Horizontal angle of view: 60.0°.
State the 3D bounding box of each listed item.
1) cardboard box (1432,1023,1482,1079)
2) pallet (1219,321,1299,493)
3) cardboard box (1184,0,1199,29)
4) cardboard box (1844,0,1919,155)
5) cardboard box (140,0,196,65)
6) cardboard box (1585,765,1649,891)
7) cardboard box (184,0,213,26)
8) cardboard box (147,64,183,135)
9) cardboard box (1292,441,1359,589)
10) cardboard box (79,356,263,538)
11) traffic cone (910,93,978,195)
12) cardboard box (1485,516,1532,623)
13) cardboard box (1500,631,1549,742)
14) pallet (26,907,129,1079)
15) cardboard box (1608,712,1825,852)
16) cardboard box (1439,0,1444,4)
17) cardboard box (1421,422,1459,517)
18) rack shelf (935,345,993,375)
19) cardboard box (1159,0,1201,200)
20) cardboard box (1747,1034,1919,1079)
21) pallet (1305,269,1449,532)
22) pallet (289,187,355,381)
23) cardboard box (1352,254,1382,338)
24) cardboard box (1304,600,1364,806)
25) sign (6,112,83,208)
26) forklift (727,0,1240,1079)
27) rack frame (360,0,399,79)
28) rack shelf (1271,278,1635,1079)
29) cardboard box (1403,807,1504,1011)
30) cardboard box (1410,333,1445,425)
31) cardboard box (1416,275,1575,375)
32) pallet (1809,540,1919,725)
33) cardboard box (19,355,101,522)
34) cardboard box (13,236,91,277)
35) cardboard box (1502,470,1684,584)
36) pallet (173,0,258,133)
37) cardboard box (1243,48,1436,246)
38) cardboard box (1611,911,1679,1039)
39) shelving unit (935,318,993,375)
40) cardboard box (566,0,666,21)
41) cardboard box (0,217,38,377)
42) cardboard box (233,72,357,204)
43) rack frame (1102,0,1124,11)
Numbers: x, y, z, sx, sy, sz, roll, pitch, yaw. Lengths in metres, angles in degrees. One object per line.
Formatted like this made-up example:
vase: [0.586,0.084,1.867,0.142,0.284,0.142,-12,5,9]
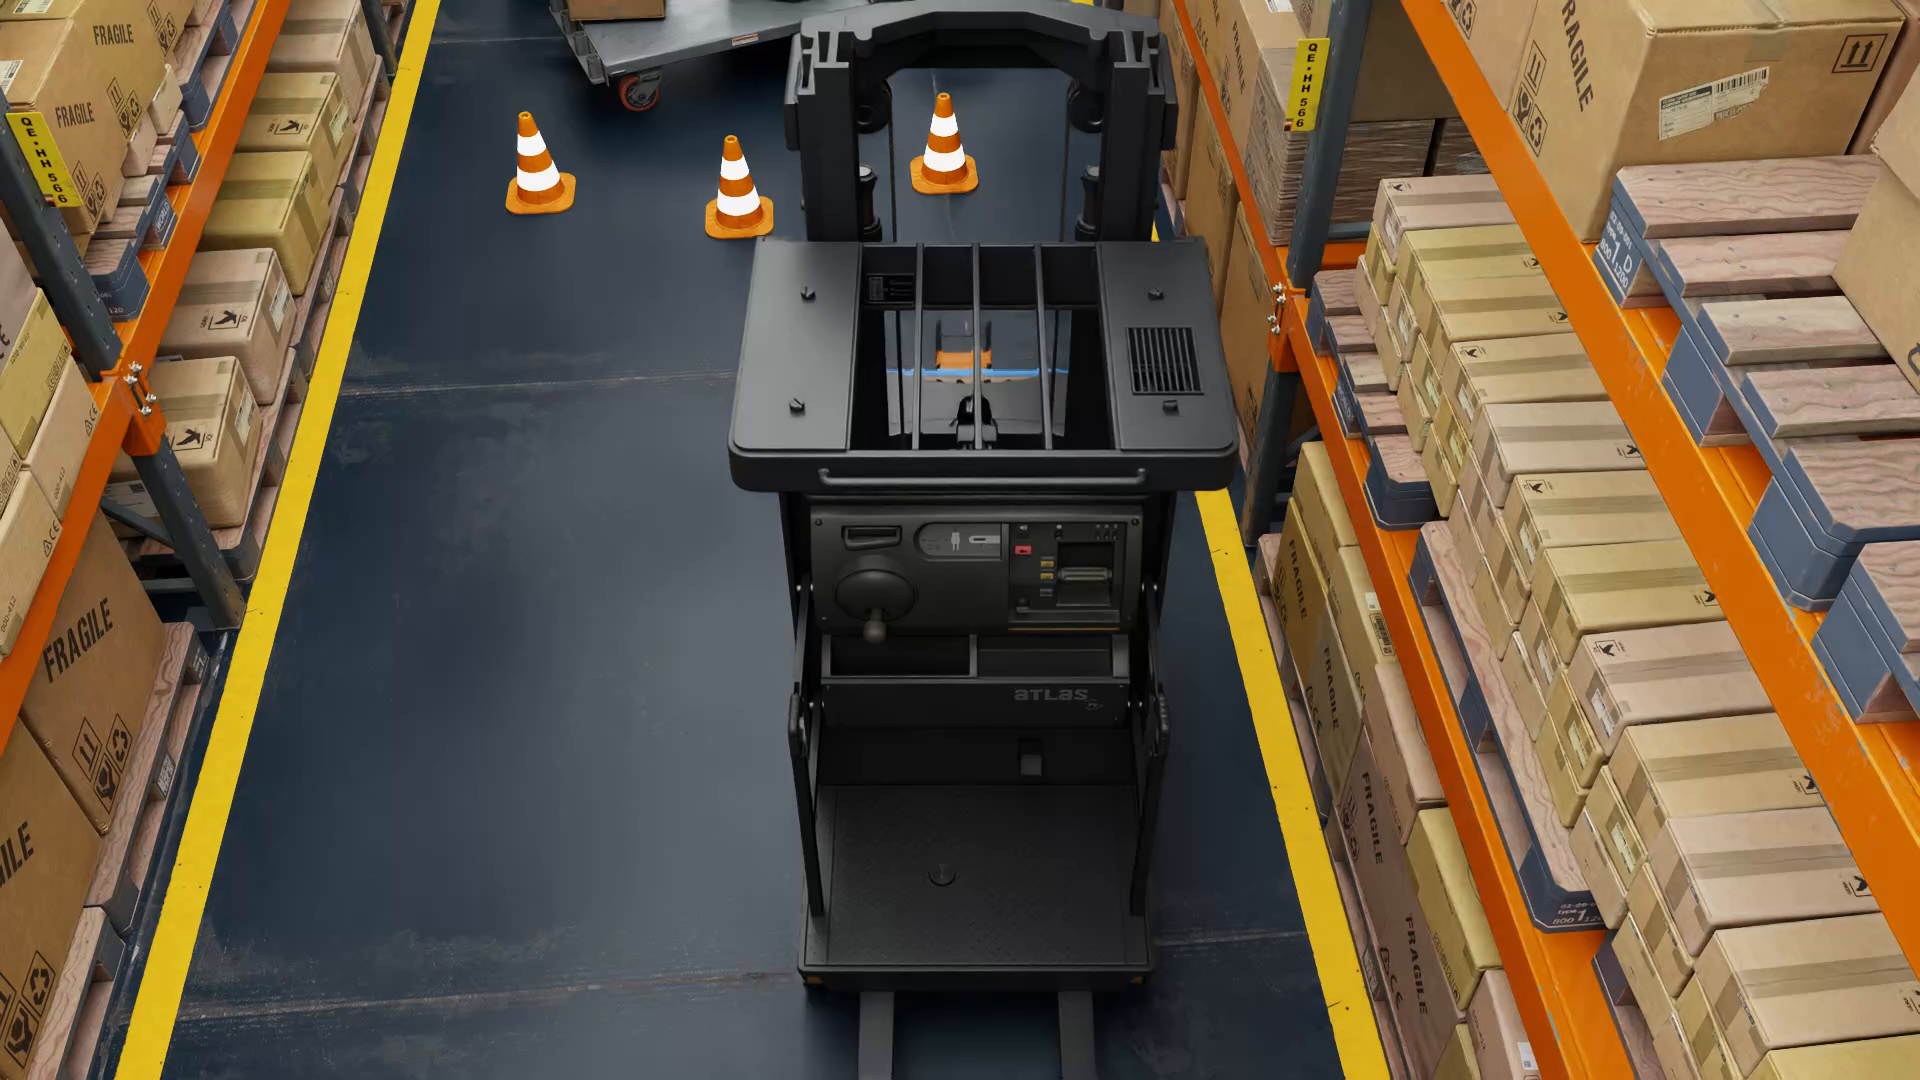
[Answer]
cardboard box: [1.624,1.648,4.556,0.500,0.500,0.500,-4,47,-4]
pallet: [1.654,-0.686,7.254,1.003,0.211,1.213,-3,47,-3]
cardboard box: [1.210,-2.507,6.989,0.500,0.500,0.500,-3,47,-3]
cardboard box: [2.038,-1.015,3.510,0.500,0.500,0.500,-3,47,-3]
cardboard box: [-3.188,-2.077,6.088,0.500,0.500,0.500,-3,47,-3]
cardboard box: [1.661,0.632,3.764,0.380,0.149,0.250,-6,47,-5]
cardboard box: [-3.208,-2.173,6.625,0.380,0.149,0.250,-2,47,-2]
cardboard box: [-3.091,-1.608,6.091,0.380,0.149,0.250,-3,47,-3]
cardboard box: [1.461,-0.099,5.694,0.500,0.250,0.500,-5,47,-5]
cardboard box: [-3.317,-0.346,6.532,0.950,0.372,0.625,-6,47,-6]
traffic cone: [-0.082,-2.029,8.353,0.336,0.463,0.334,-3,47,-3]
cardboard box: [1.594,0.064,4.303,0.380,0.149,0.250,-4,47,-4]
cardboard box: [1.615,0.356,4.231,0.380,0.149,0.250,-5,47,-5]
pallet: [-3.189,1.719,4.977,1.003,0.211,1.213,-3,47,-3]
cardboard box: [1.669,0.534,3.653,0.380,0.149,0.250,-5,47,-5]
cardboard box: [1.427,-1.706,4.165,0.500,0.500,0.500,-3,47,-3]
cardboard box: [1.551,-0.207,4.764,0.380,0.149,0.250,-2,47,-1]
rack shelf: [0.013,-0.544,6.166,0.215,0.259,0.240,0,47,0]
cardboard box: [1.529,-2.193,8.021,1.050,0.750,0.750,-3,47,-3]
cardboard box: [1.728,1.089,3.127,0.380,0.149,0.250,-5,47,-4]
pallet: [1.811,-0.495,5.285,1.213,0.211,1.003,-3,47,-3]
pallet: [-3.442,-1.183,7.725,1.003,0.211,1.213,-3,47,-3]
cardboard box: [1.481,-0.792,5.318,0.380,0.149,0.250,-4,47,-4]
cardboard box: [1.495,0.536,5.609,0.500,0.500,0.500,-3,47,-3]
sign: [-2.727,-1.130,4.957,0.100,0.325,0.005,-3,47,-3]
forklift: [0.049,0.194,4.548,1.130,2.935,3.031,0,47,0]
rack frame: [-3.614,-3.590,8.084,1.000,3.000,0.127,-3,47,-3]
rack shelf: [1.812,0.625,4.588,1.077,0.370,4.000,-3,47,-3]
cardboard box: [1.577,1.004,4.649,0.500,0.250,0.500,-5,47,-5]
cardboard box: [1.536,-0.479,4.817,0.380,0.149,0.250,-5,47,-5]
cardboard box: [1.532,-0.614,4.740,0.380,0.149,0.250,-4,47,-4]
pallet: [2.034,0.404,2.365,1.213,0.211,1.003,-3,47,-3]
cardboard box: [-2.978,-0.294,5.066,0.500,0.250,0.500,-5,47,-5]
cardboard box: [-3.121,-1.000,5.515,0.380,0.149,0.250,-6,47,-6]
cardboard box: [1.602,-0.035,4.192,0.380,0.149,0.250,-2,47,-2]
pallet: [-3.486,-2.060,6.767,1.003,0.211,1.213,-3,47,-3]
cardboard box: [1.340,-1.414,5.954,0.500,0.500,0.500,-3,47,-3]
cardboard box: [1.687,0.941,3.676,0.380,0.149,0.250,-6,47,-5]
shelving unit: [0.013,-0.357,6.365,0.215,1.050,0.252,0,47,0]
cardboard box: [-1.843,-3.121,8.840,0.500,0.500,0.500,-3,47,-3]
cardboard box: [-2.975,-0.716,4.604,0.500,0.500,0.500,-5,47,-4]
cardboard box: [-3.504,-1.931,8.034,0.950,0.372,0.625,-1,47,-1]
rack frame: [1.310,-3.964,8.438,1.000,3.000,0.127,-3,47,-3]
